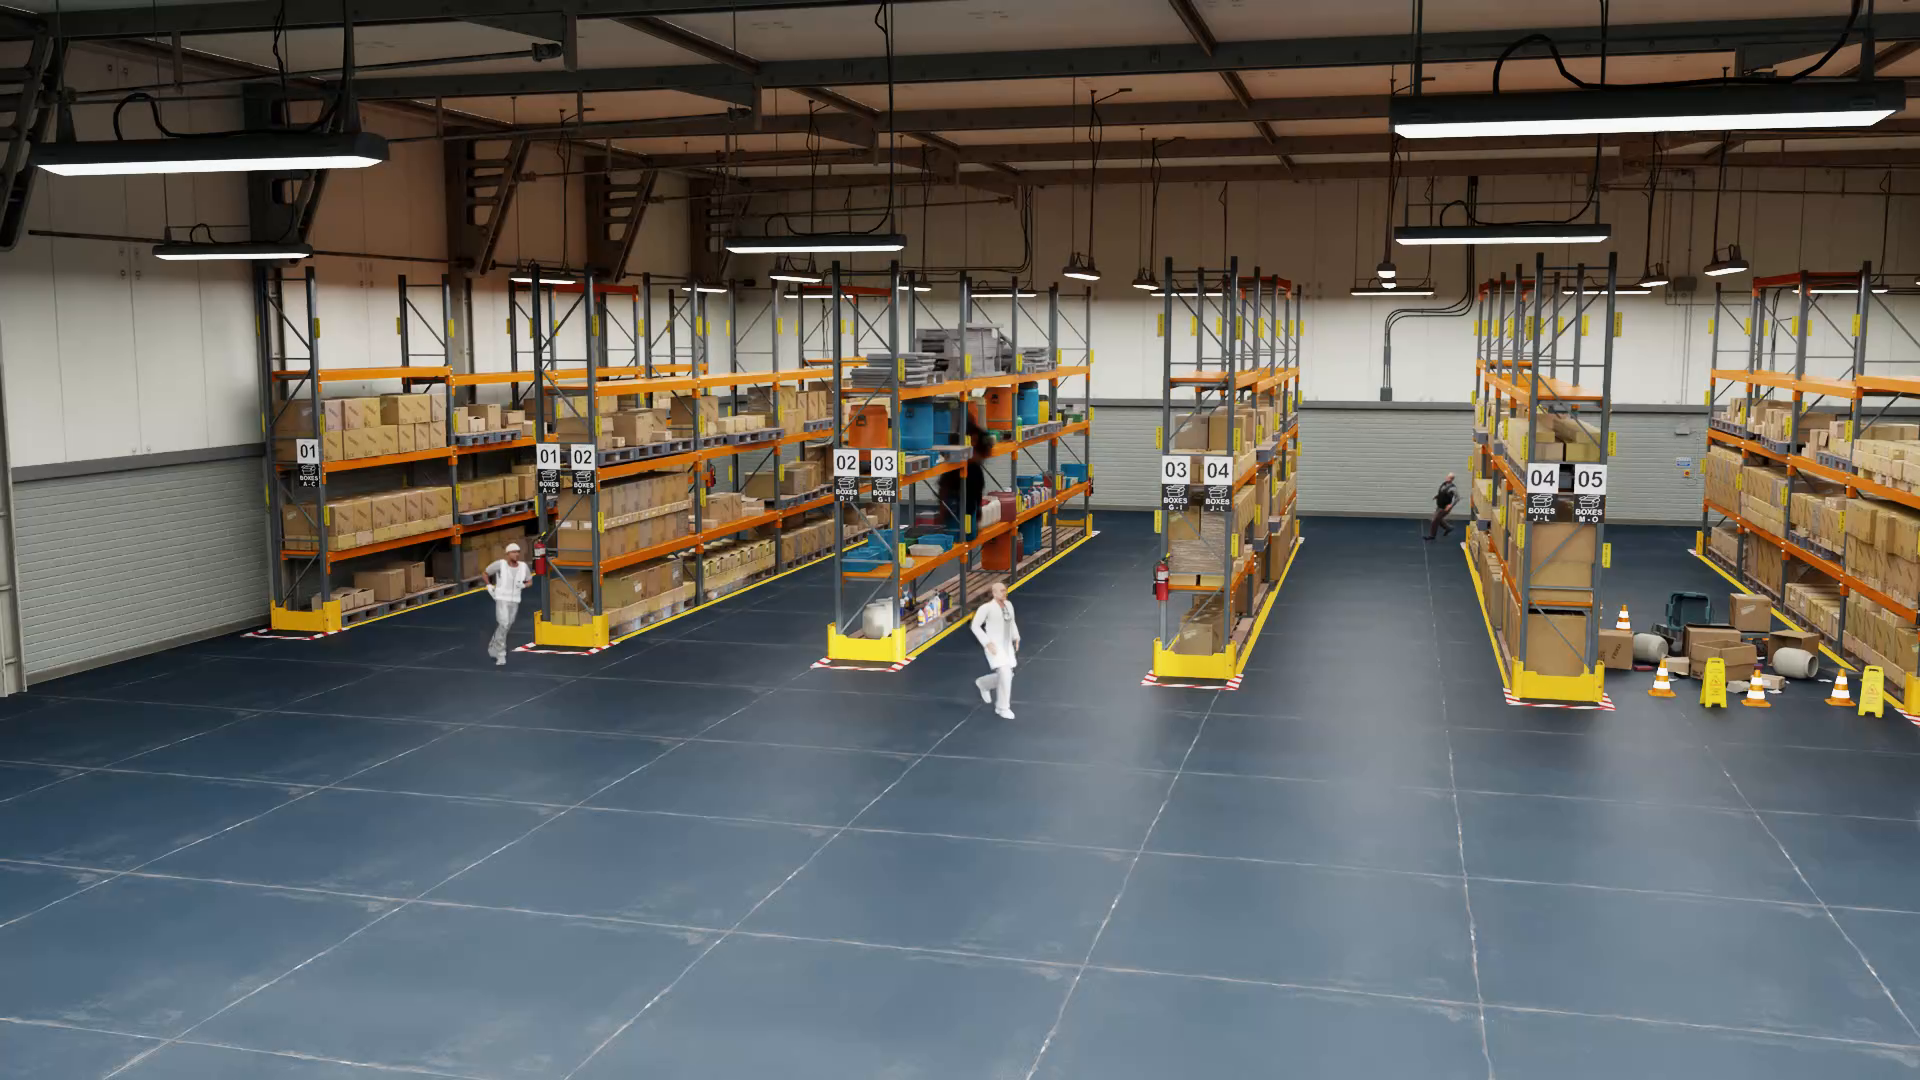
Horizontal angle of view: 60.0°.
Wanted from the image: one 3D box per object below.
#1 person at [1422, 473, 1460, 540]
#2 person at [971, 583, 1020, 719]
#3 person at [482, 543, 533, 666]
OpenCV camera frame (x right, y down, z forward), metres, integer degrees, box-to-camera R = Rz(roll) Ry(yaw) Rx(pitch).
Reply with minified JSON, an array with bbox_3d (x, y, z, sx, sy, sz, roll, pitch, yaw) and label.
[{"bbox_3d":[11.484,-0.781,39.287,0.787,1.619,0.835,-2,8,-17],"label":"person"},{"bbox_3d":[0.444,1.423,21.671,0.734,1.771,0.790,-7,10,-44],"label":"person"},{"bbox_3d":[-6.845,0.953,25.199,0.699,1.830,0.704,-7,10,-42],"label":"person"}]
